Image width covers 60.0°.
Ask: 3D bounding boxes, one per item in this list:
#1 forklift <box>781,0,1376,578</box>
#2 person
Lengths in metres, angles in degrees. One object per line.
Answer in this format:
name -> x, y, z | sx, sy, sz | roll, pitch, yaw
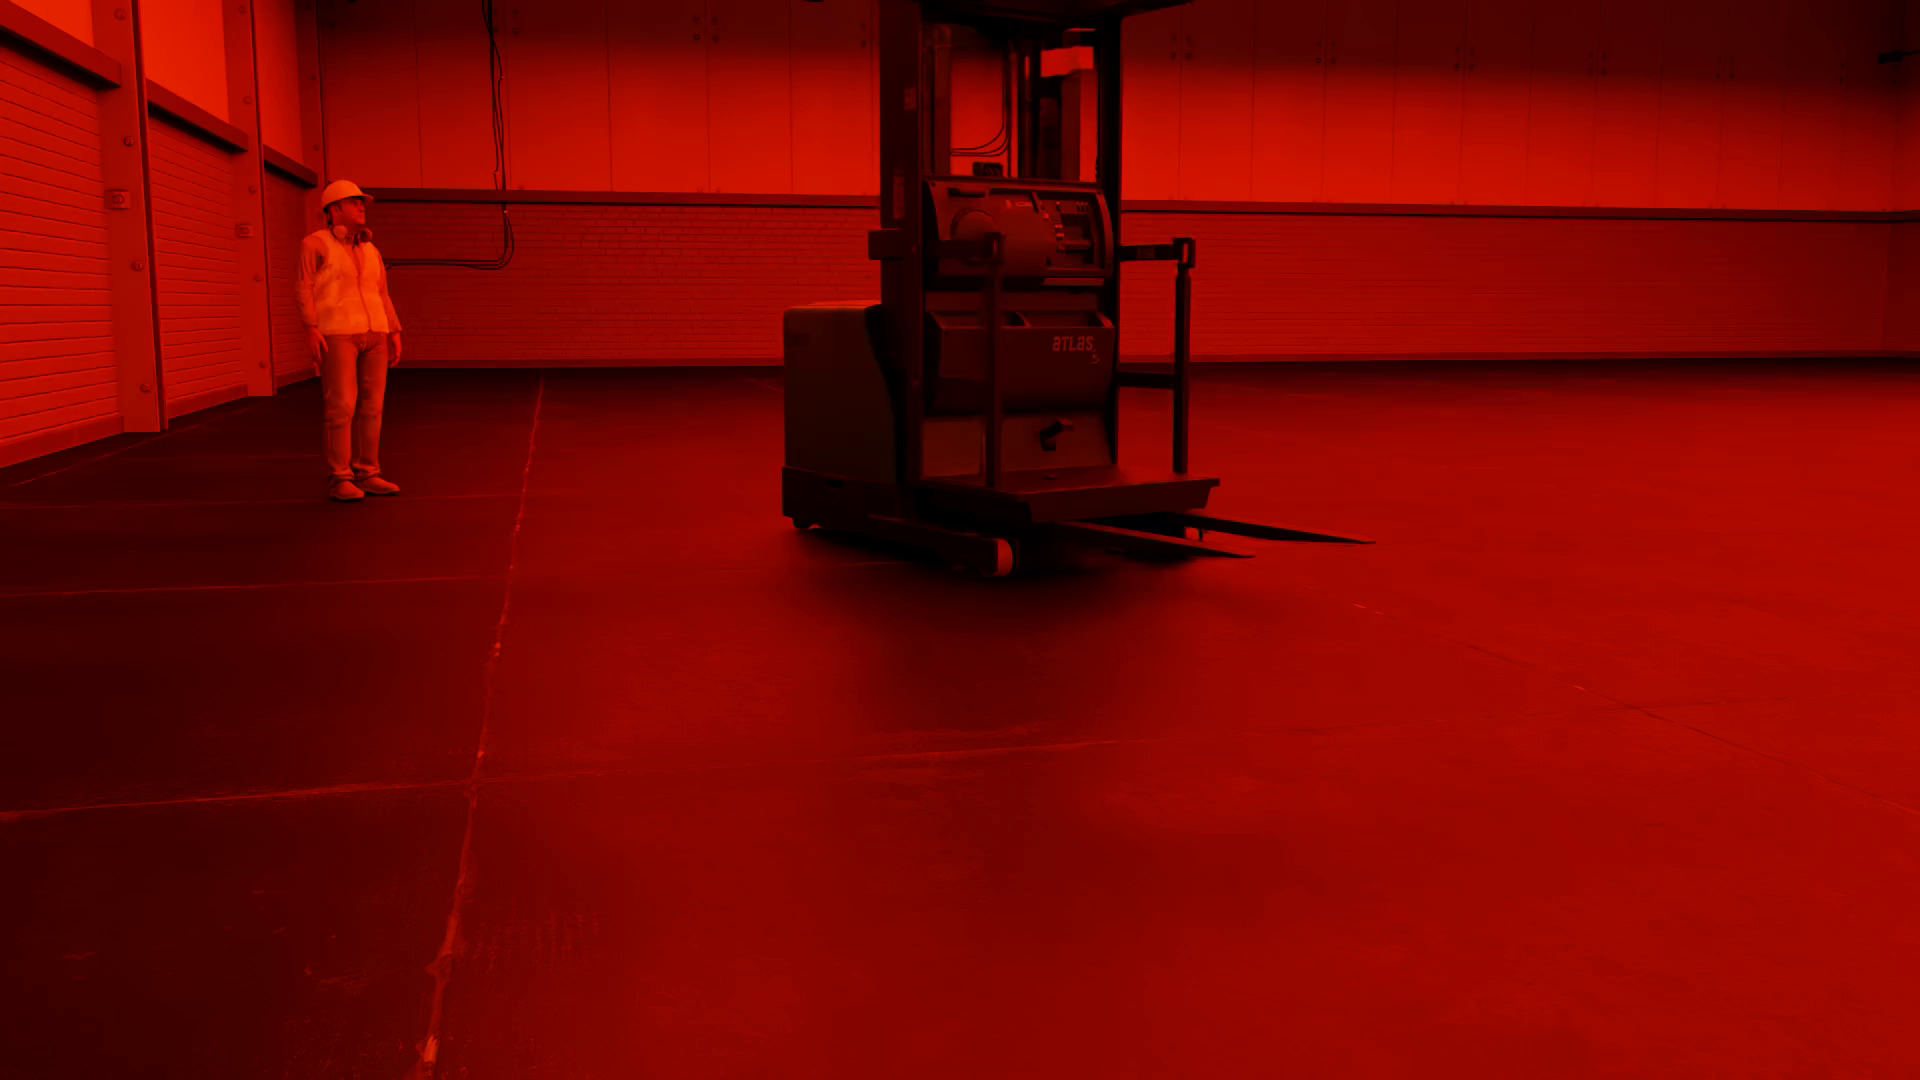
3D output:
forklift -> 0.389, -1.373, 6.947 | 1.130, 2.935, 3.031 | -5, 10, -34
person -> -3.405, -1.141, 9.424 | 0.550, 1.778, 0.632 | 5, 9, 31
